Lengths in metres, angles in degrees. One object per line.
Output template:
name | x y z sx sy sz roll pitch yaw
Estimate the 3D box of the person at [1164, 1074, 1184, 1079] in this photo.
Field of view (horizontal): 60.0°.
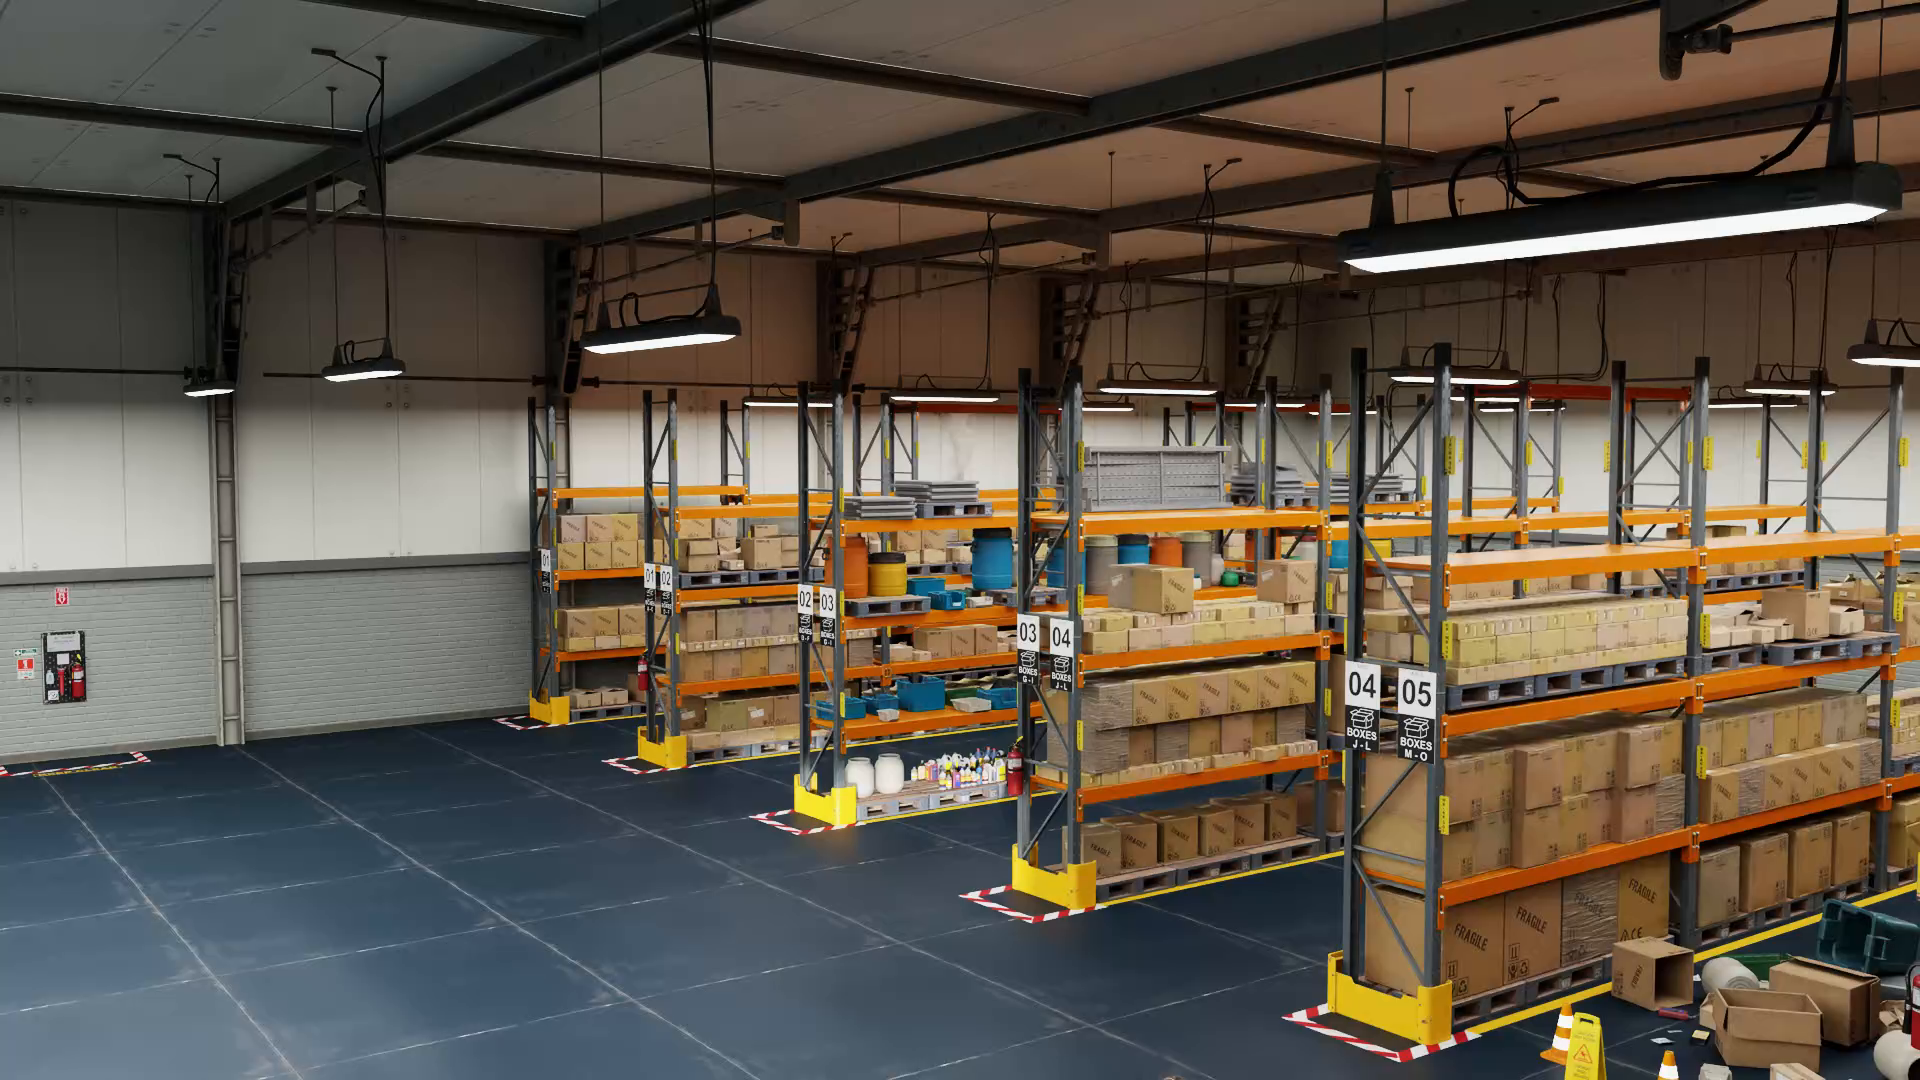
person | 1.212 3.814 9.339 0.636 1.694 0.894 1 3 10
